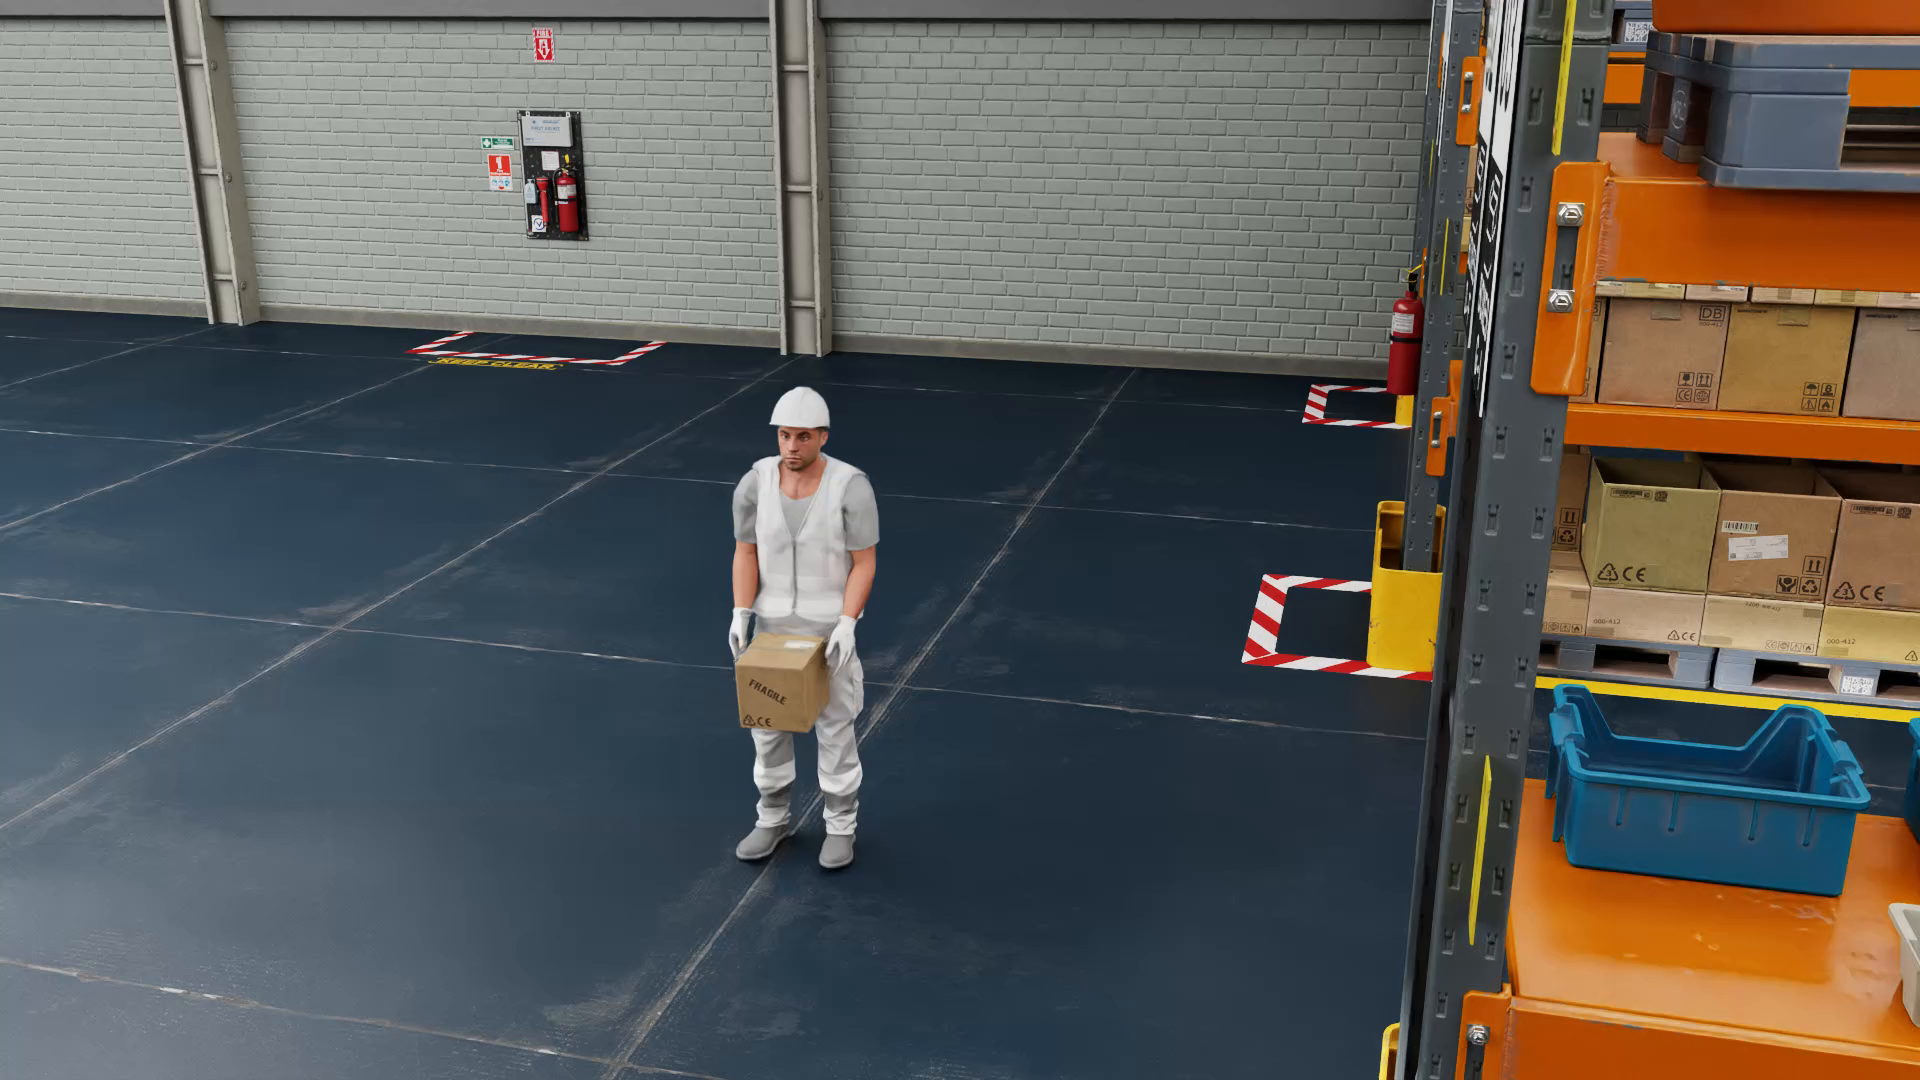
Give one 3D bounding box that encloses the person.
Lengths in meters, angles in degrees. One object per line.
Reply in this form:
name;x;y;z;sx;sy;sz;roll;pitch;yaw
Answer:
person;-0.564;0.325;6.020;0.537;1.791;0.449;4;19;12
